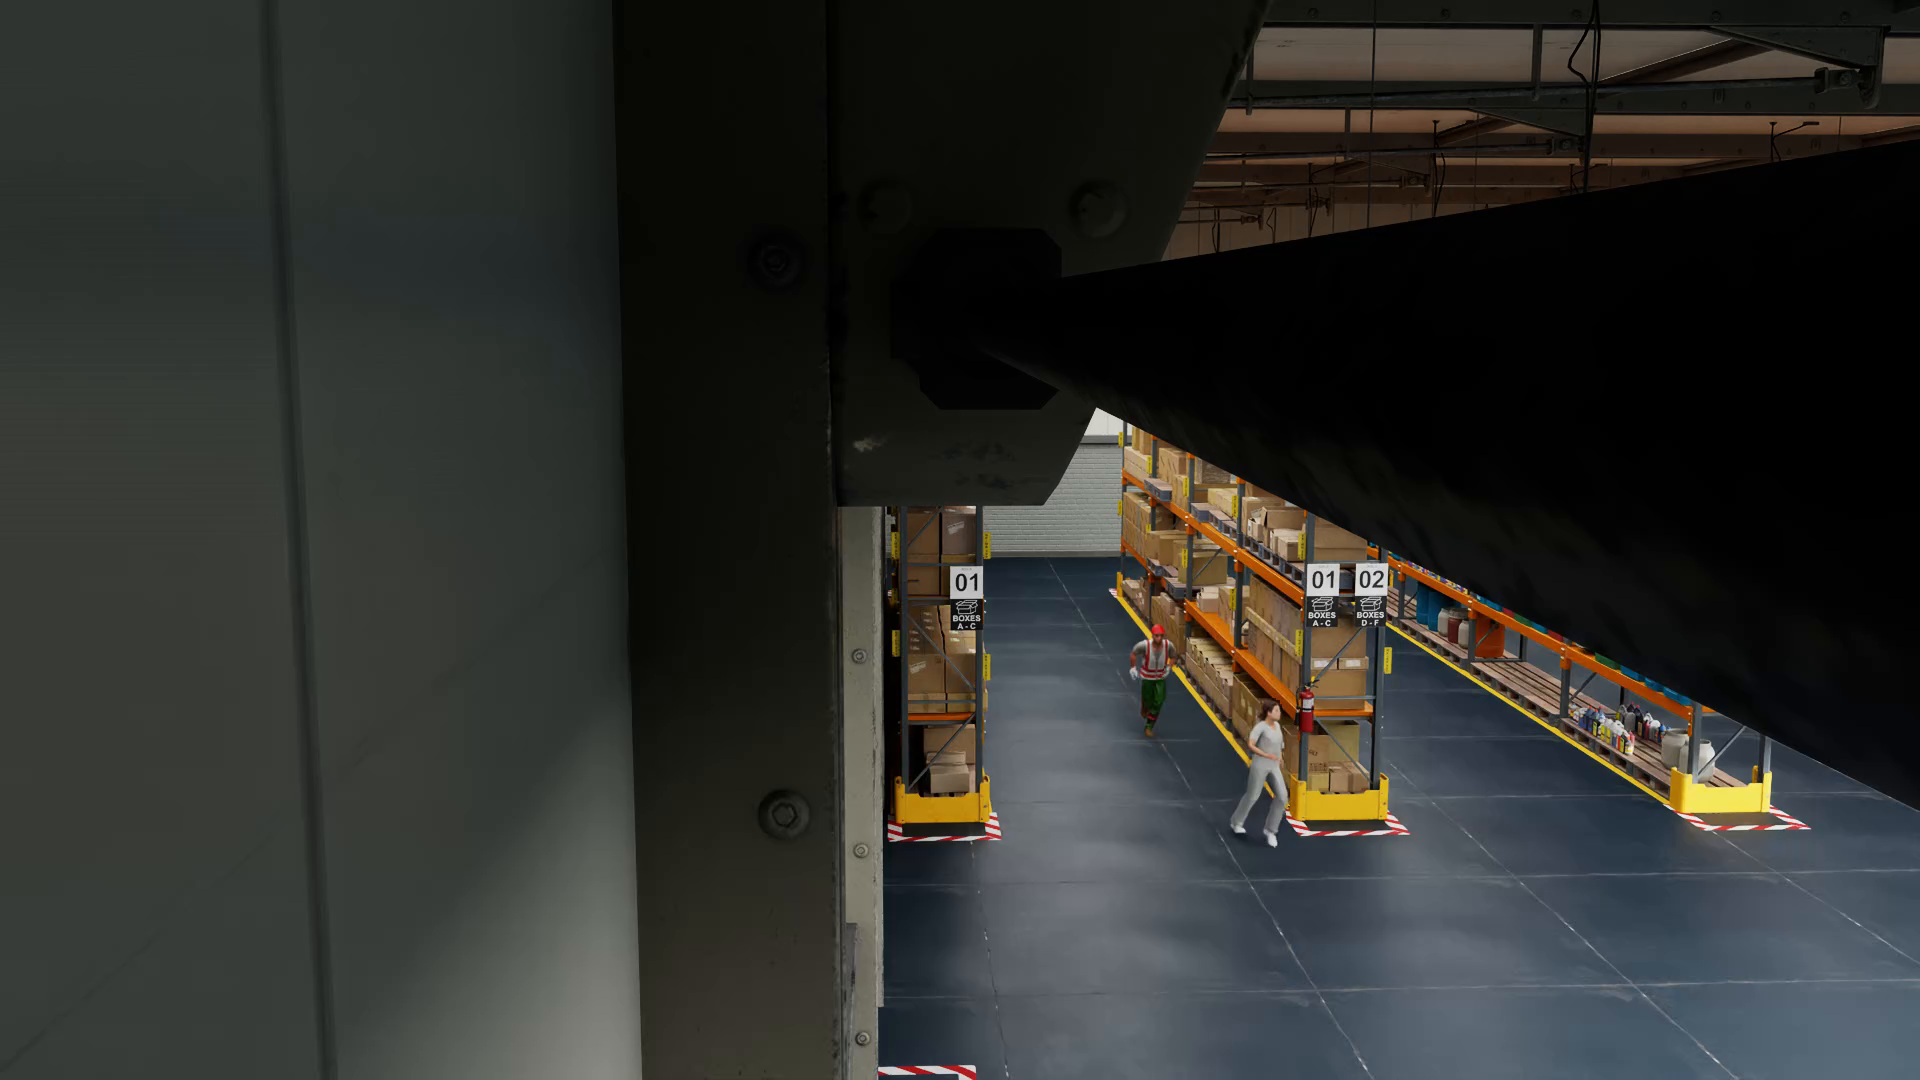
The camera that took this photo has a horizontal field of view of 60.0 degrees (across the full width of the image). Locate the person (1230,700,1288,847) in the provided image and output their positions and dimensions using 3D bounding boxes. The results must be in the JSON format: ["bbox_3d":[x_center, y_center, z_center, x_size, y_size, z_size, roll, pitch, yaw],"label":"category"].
[{"bbox_3d":[3.658,2.735,19.830,0.645,1.676,0.716,-5,10,-34],"label":"person"}]

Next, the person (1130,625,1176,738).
[{"bbox_3d":[2.856,2.055,24.609,0.654,1.711,0.770,-1,8,-10],"label":"person"}]

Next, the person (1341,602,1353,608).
[{"bbox_3d":[6.947,1.179,30.700,0.661,1.731,0.585,0,8,-3],"label":"person"}]
